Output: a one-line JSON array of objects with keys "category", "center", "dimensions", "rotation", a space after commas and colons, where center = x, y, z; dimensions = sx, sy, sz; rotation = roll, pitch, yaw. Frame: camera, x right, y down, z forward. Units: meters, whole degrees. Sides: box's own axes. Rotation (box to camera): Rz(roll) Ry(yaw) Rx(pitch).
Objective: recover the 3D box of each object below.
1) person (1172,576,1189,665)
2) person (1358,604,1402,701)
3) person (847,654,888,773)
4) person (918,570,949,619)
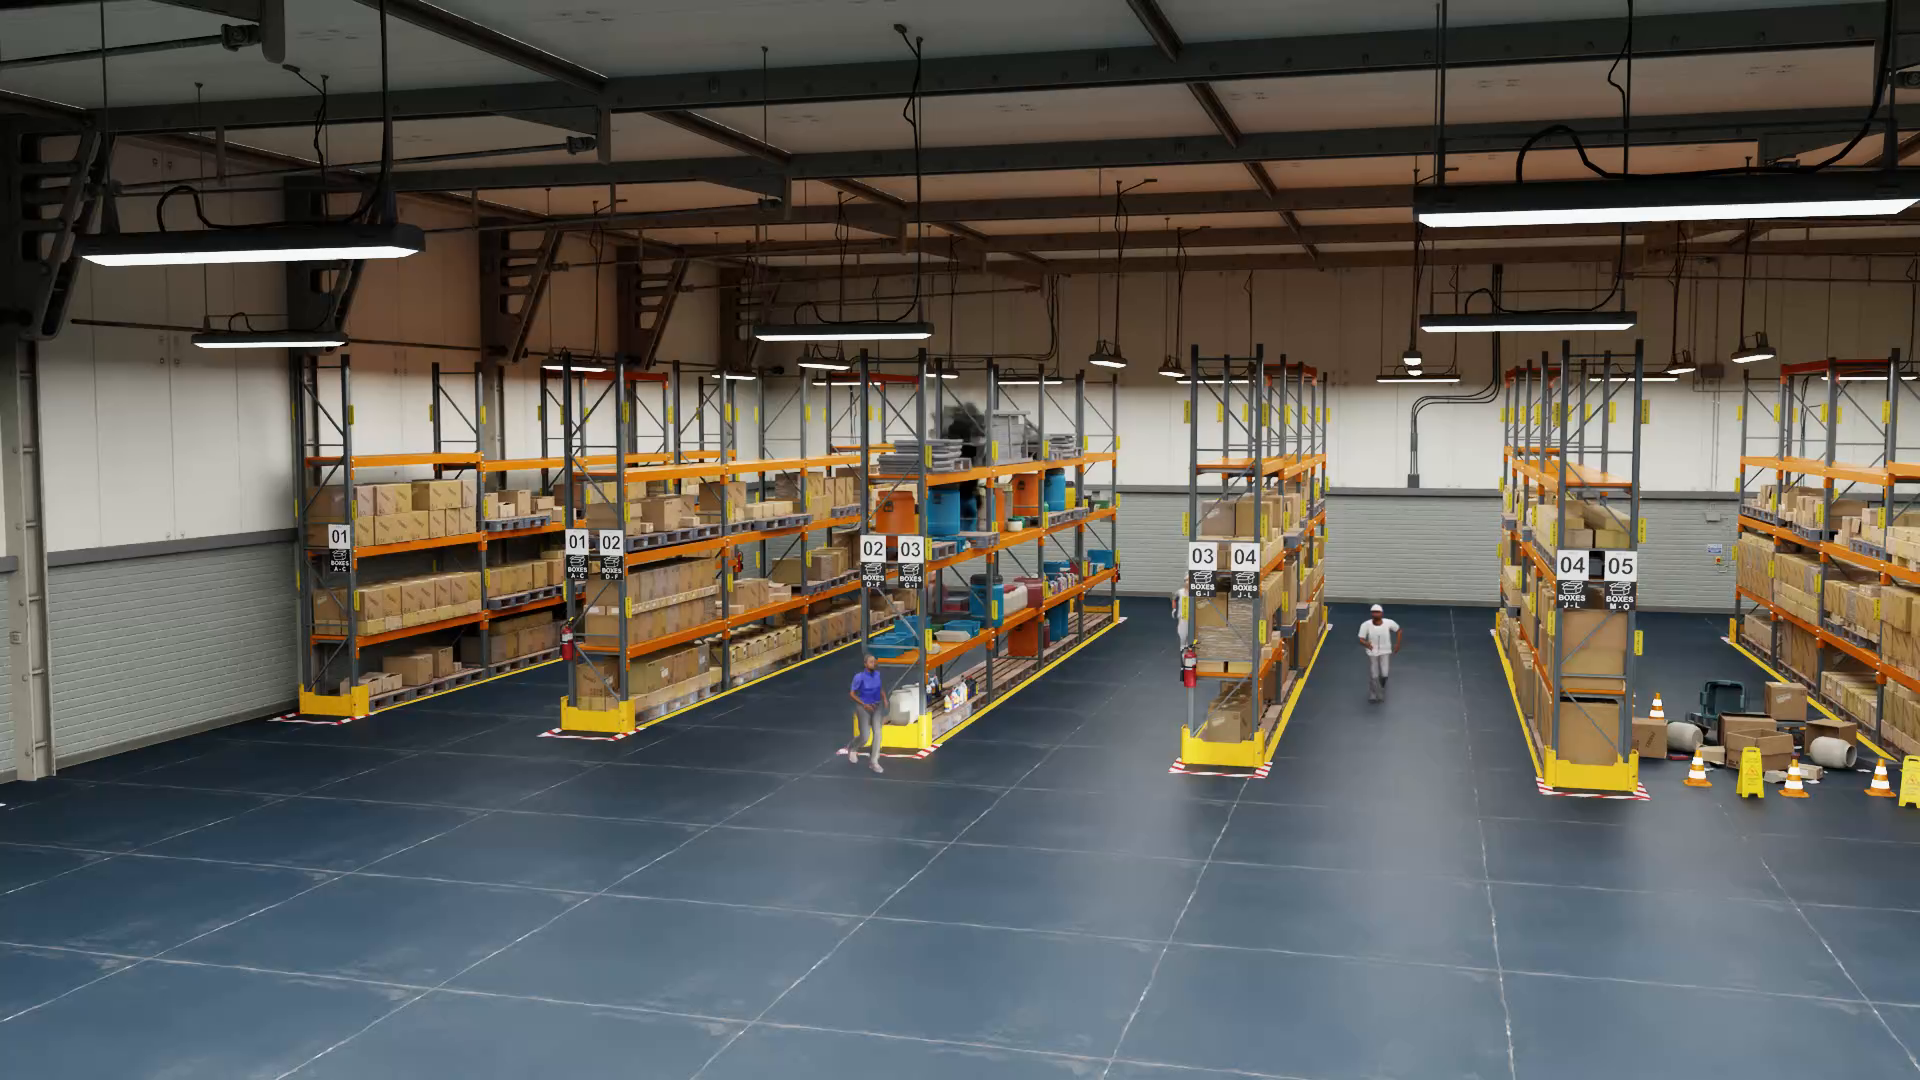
[{"category": "person", "center": [4.586, 1.597, 33.474], "dimensions": [0.667, 1.768, 0.963], "rotation": [1, 4, 10]}, {"category": "person", "center": [7.255, 1.966, 28.762], "dimensions": [0.723, 1.710, 0.780], "rotation": [1, 4, 15]}, {"category": "person", "center": [-1.304, 2.436, 23.559], "dimensions": [0.602, 1.640, 0.717], "rotation": [-3, 5, -37]}, {"category": "person", "center": [-0.574, 1.515, 34.486], "dimensions": [0.703, 1.805, 1.041], "rotation": [1, 4, 11]}]
